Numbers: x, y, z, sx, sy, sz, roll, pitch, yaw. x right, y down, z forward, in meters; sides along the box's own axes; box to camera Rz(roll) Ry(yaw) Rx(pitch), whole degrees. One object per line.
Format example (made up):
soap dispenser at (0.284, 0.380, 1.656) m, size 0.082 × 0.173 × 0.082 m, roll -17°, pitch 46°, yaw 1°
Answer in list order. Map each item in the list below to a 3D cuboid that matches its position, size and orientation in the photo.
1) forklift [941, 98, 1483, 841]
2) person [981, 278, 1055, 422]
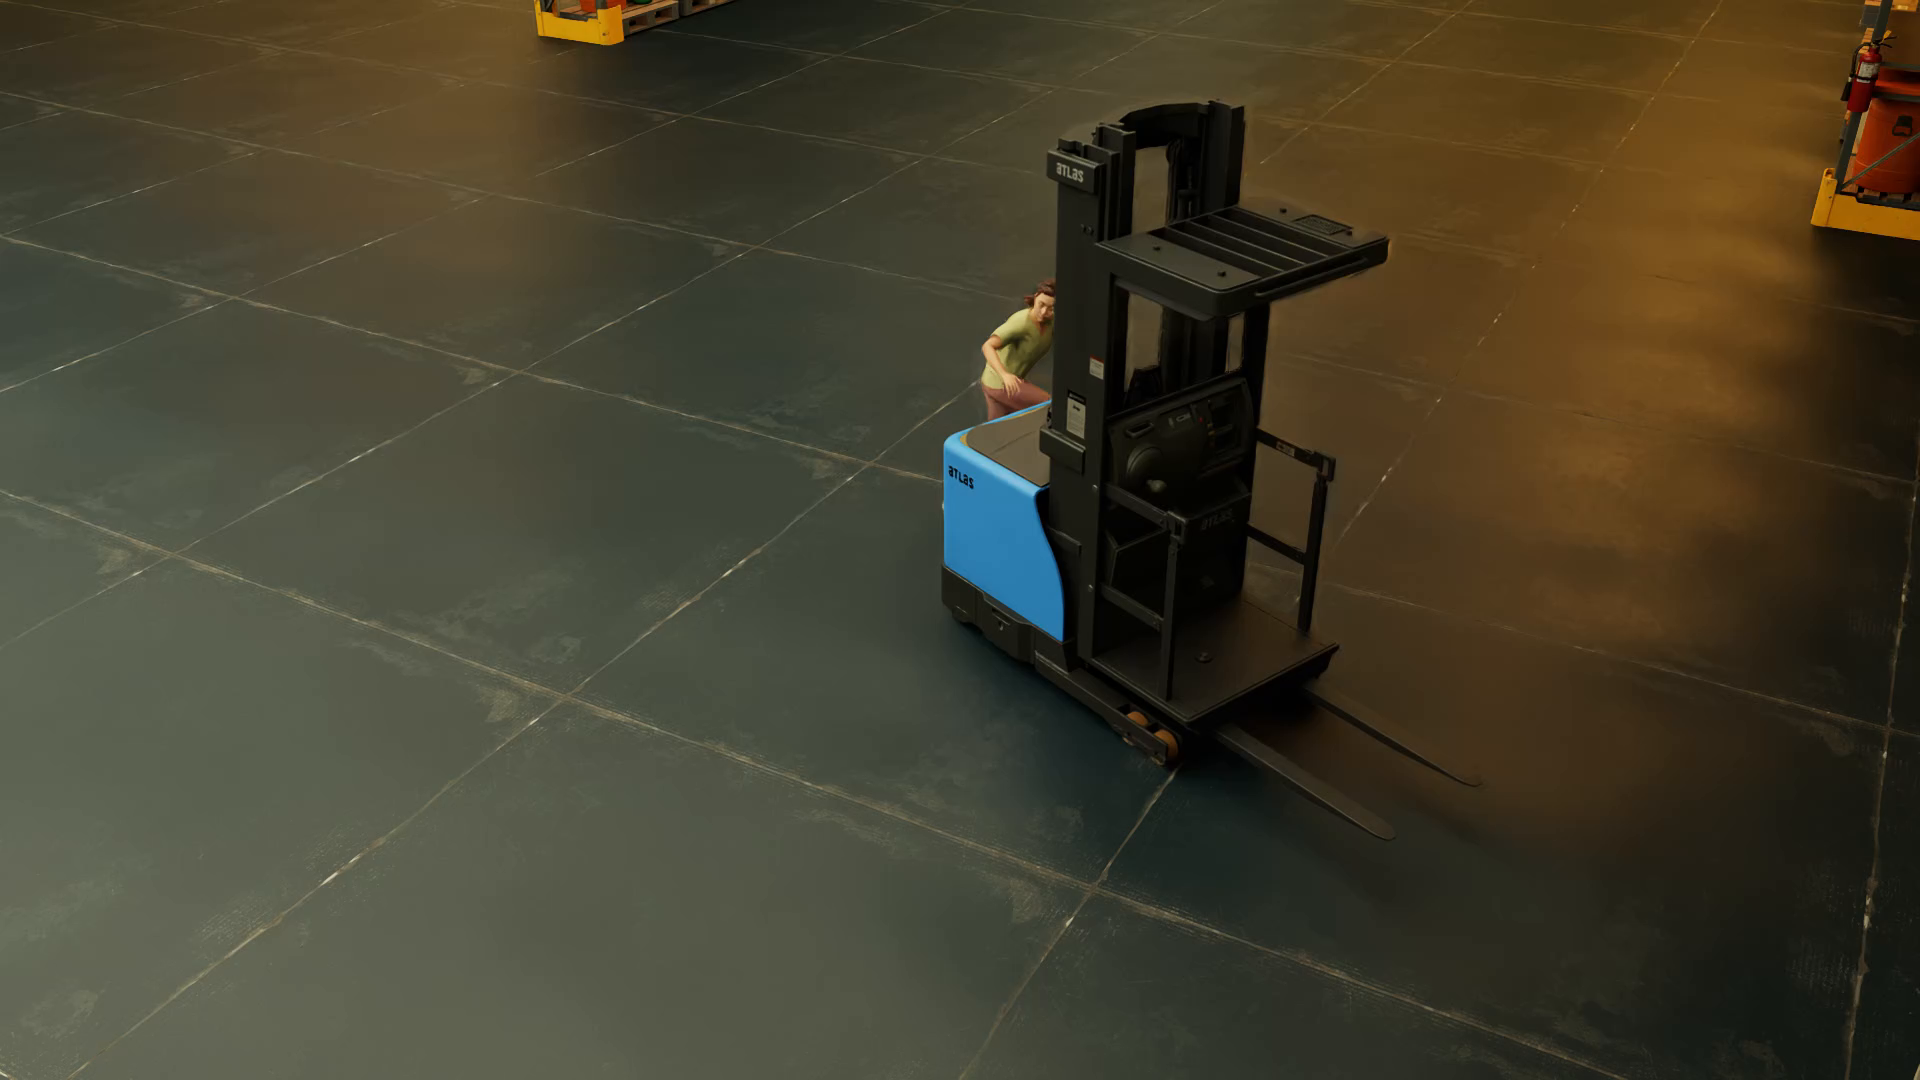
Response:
forklift at (1.203, -0.457, 7.863) m, size 1.130 × 2.935 × 3.031 m, roll -22°, pitch 36°, yaw -32°
person at (0.469, -0.853, 10.061) m, size 0.960 × 1.448 × 0.866 m, roll 8°, pitch 31°, yaw 13°
